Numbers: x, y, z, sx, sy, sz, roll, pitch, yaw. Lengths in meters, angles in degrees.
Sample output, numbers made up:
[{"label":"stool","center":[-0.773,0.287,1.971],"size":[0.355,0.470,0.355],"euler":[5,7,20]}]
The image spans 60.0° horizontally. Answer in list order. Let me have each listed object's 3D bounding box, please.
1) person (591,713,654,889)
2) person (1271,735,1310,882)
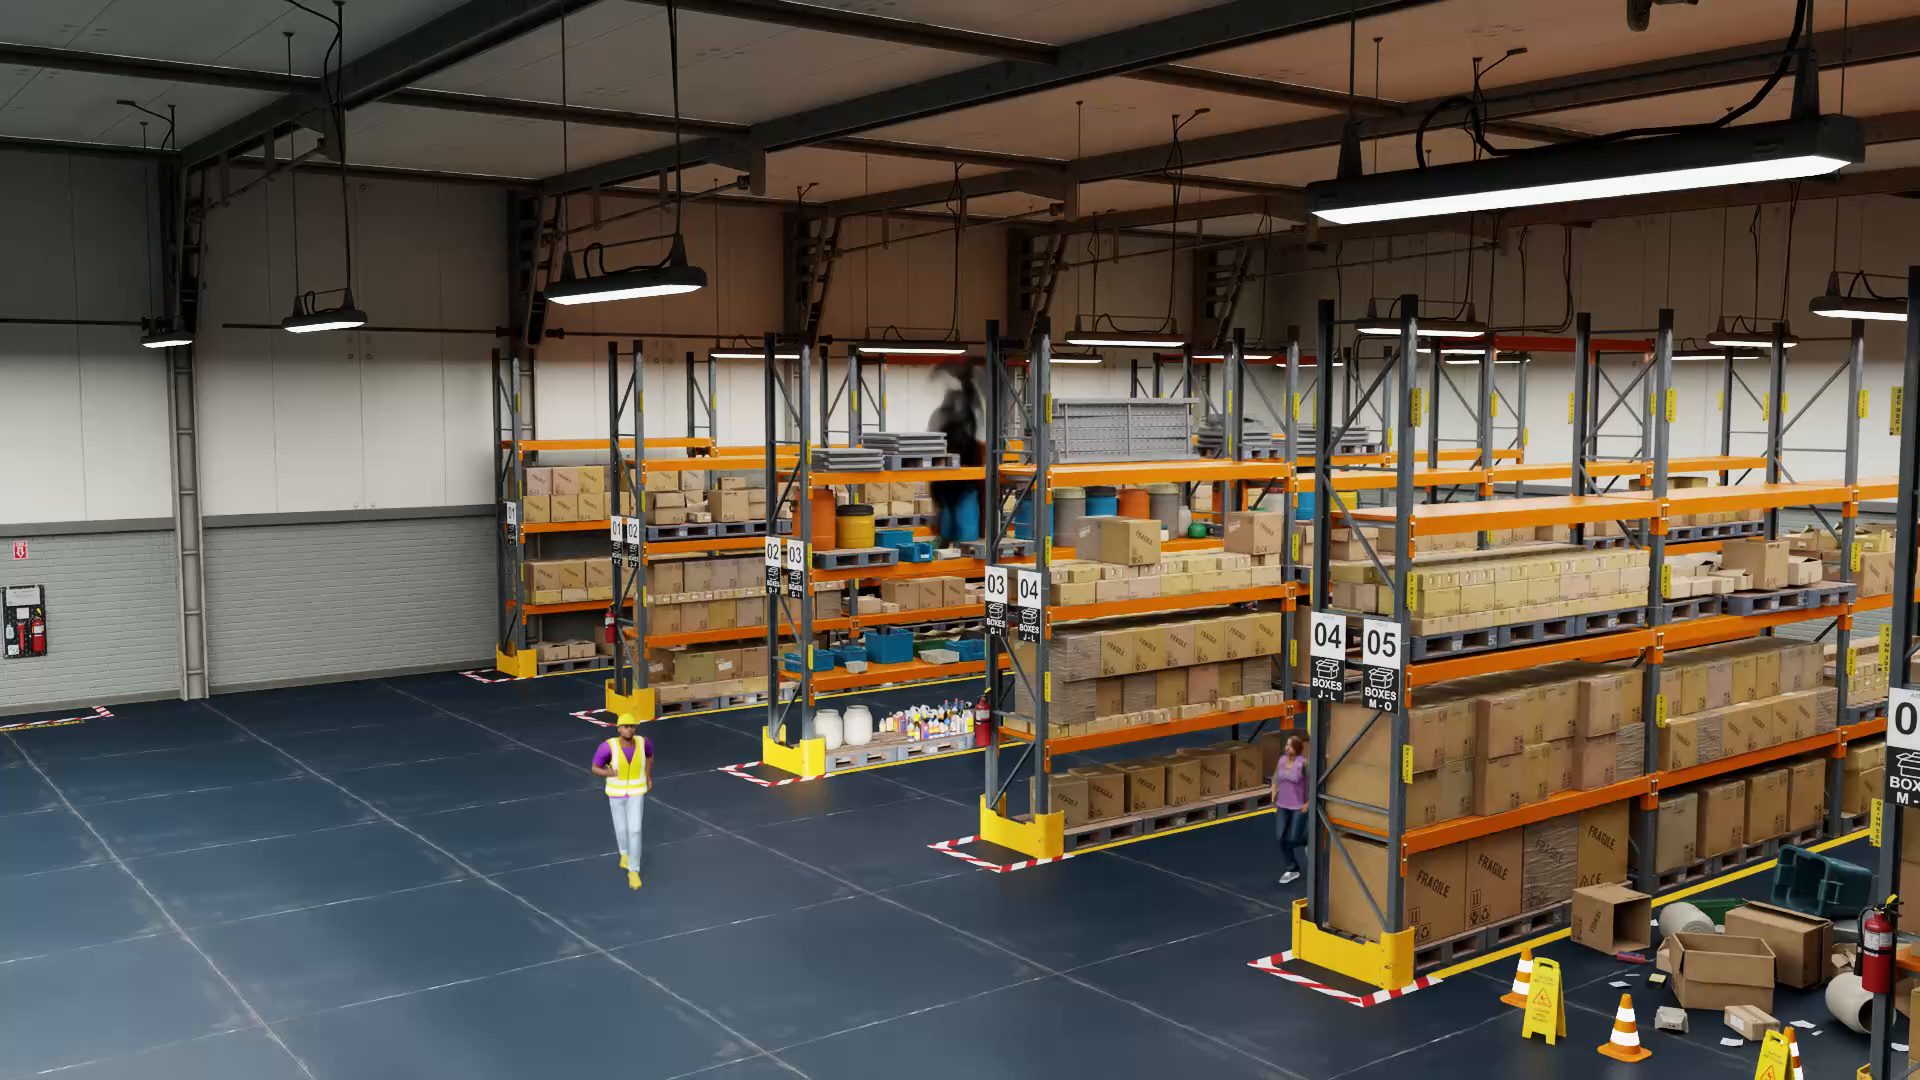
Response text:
[{"label":"person","center":[-3.581,2.728,17.716],"size":[0.670,1.809,0.869],"euler":[-1,5,-14]},{"label":"person","center":[3.565,2.849,17.724],"size":[0.578,1.558,0.546],"euler":[4,6,38]}]
